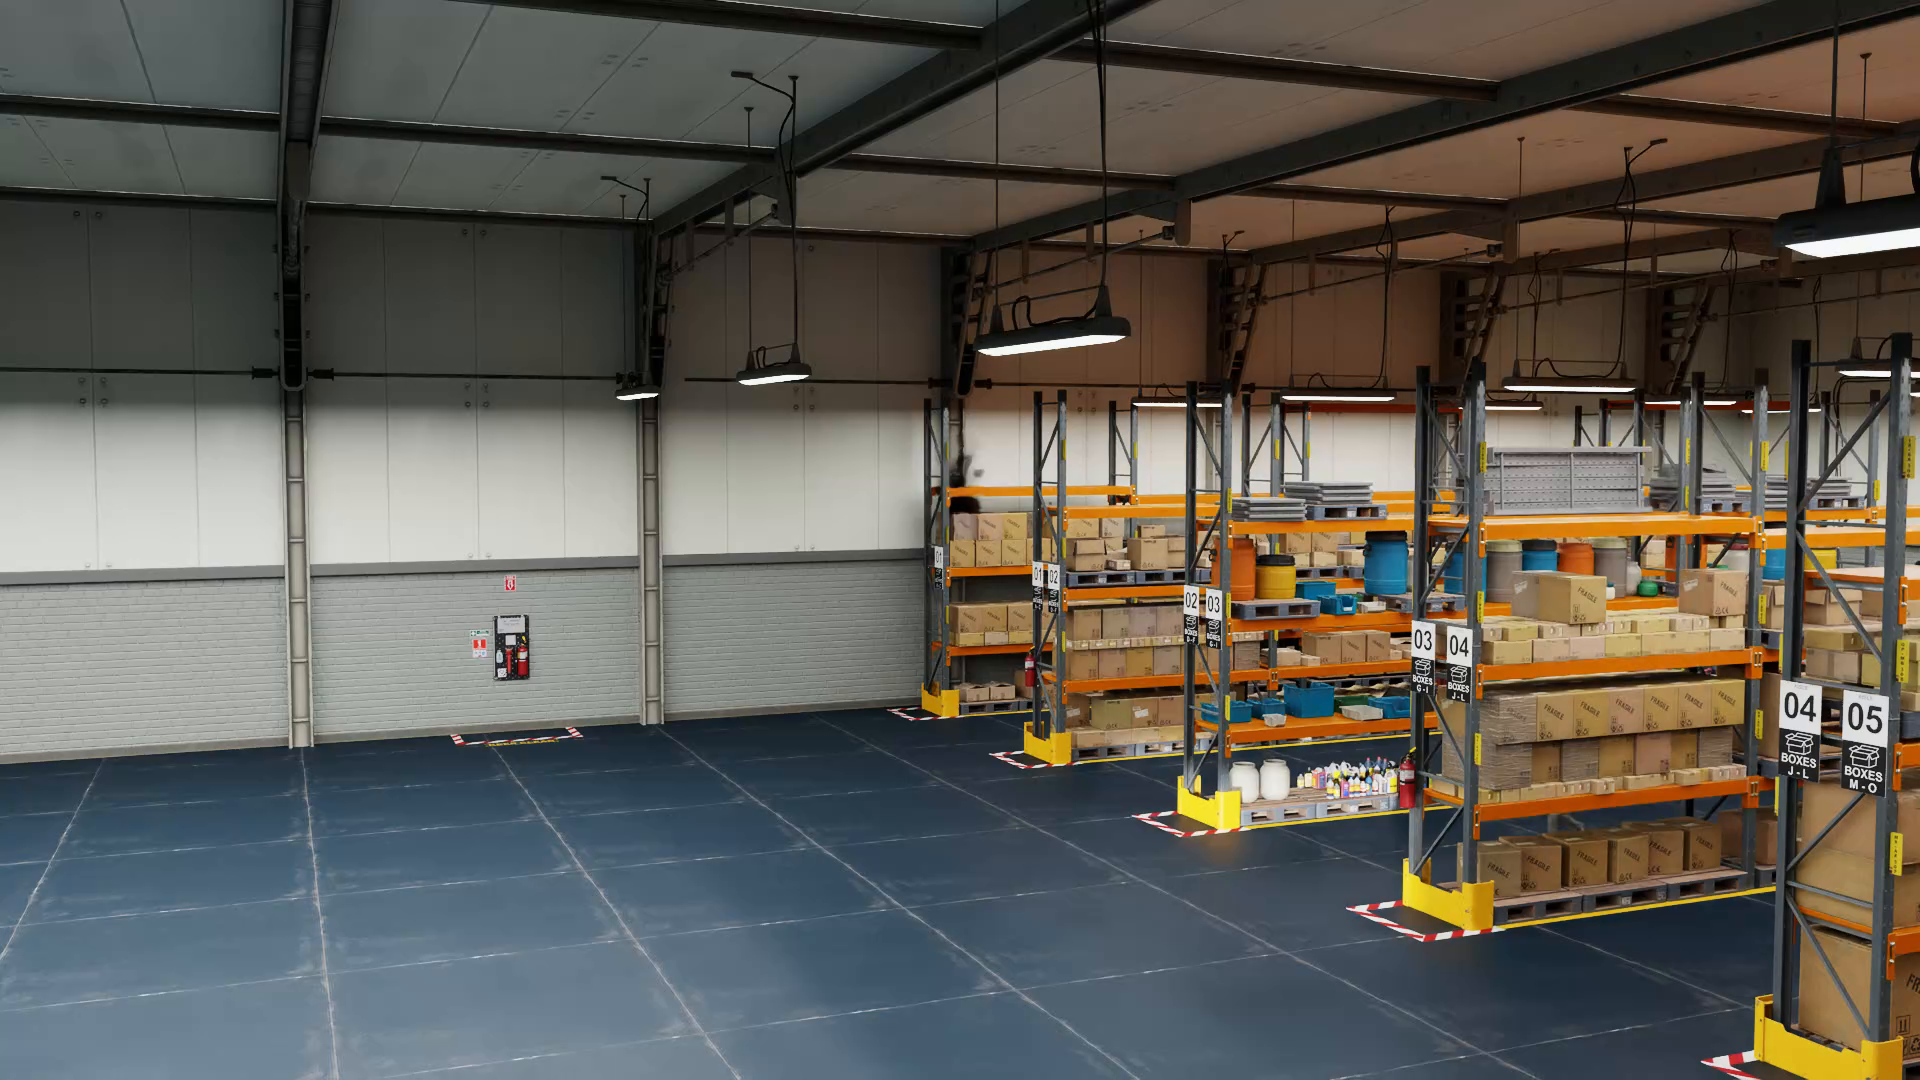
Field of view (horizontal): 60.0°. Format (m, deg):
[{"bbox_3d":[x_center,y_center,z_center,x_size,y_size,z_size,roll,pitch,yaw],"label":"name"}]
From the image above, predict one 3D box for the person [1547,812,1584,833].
[{"bbox_3d":[7.506,3.138,20.804,0.848,1.607,0.548,-2,4,-25],"label":"person"}]
